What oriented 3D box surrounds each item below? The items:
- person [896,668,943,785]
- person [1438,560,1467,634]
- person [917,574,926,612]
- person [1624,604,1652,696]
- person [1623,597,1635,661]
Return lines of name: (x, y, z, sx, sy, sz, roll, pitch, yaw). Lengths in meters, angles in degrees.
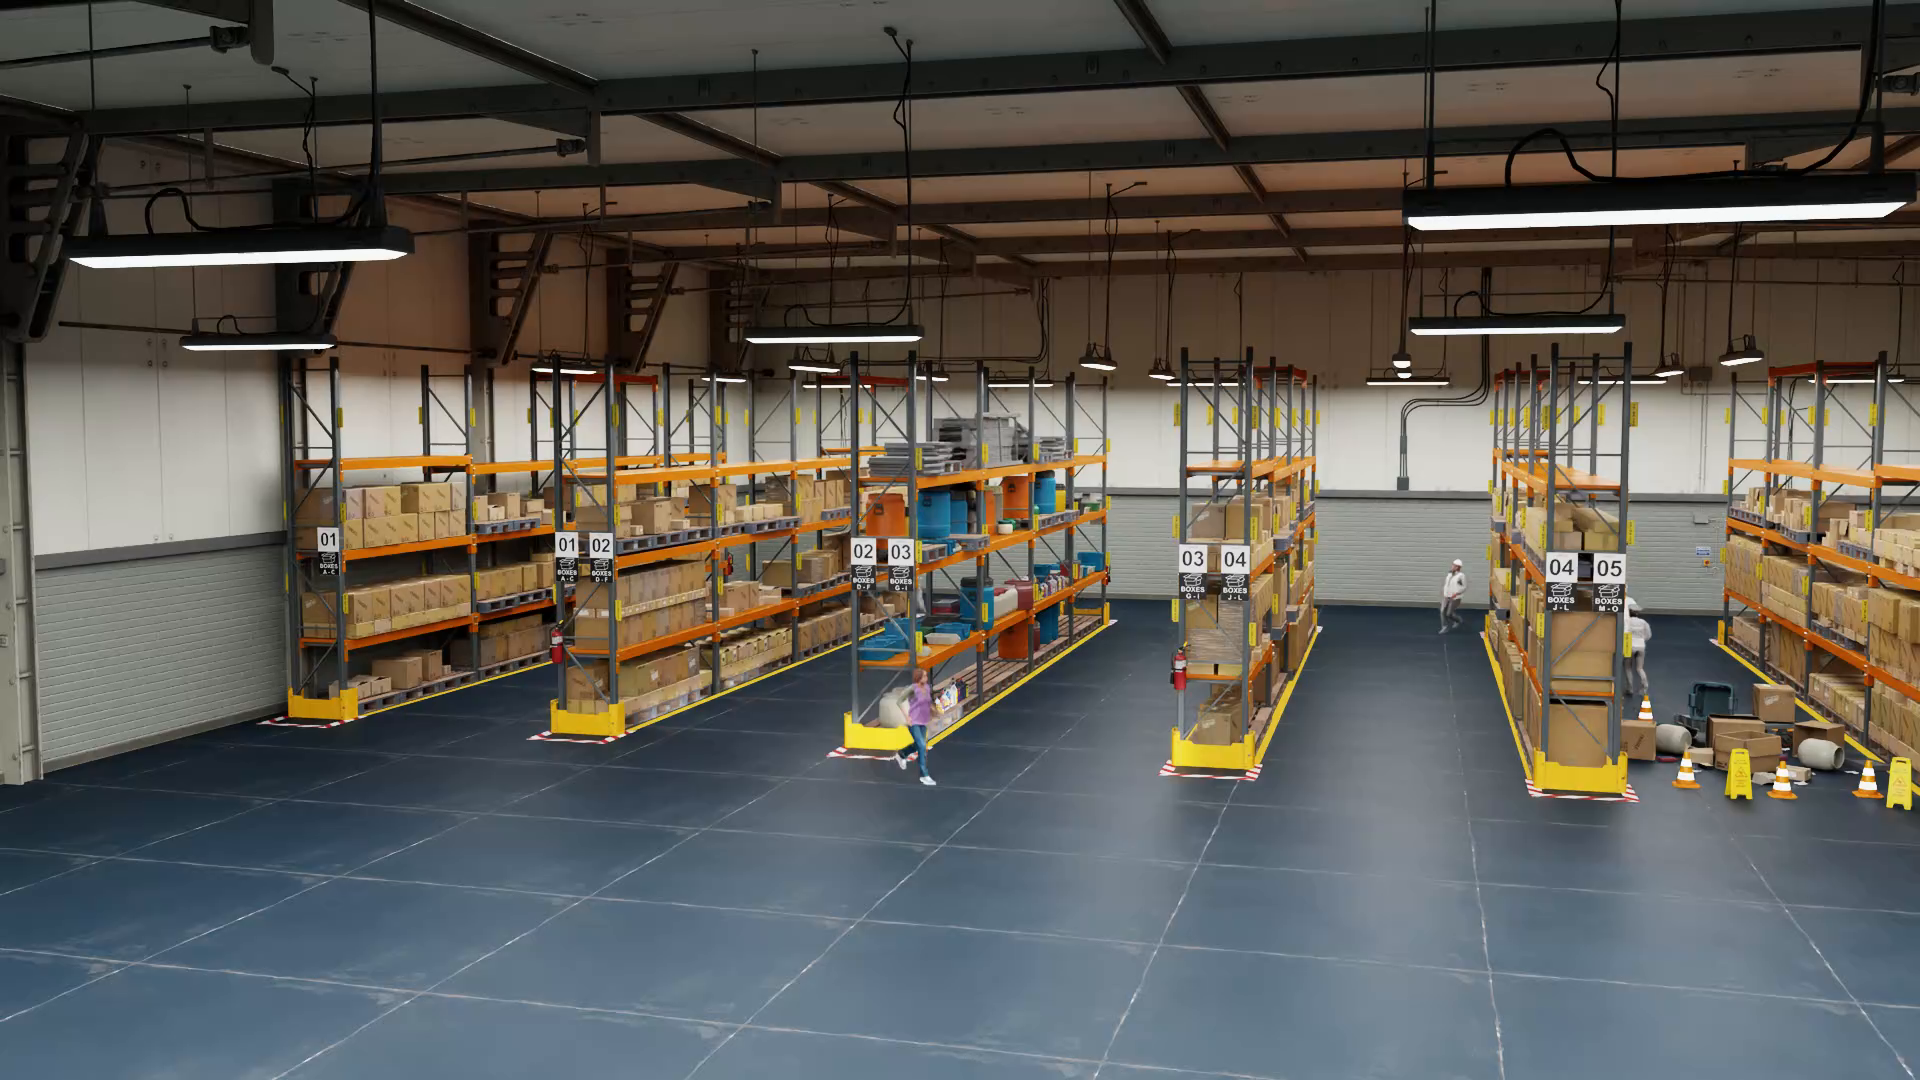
person: (-0.640, 2.535, 22.916, 0.848, 1.590, 0.523, 4, 6, 45)
person: (11.486, 1.315, 38.610, 0.656, 1.740, 0.703, -3, 5, -33)
person: (-1.195, 0.976, 42.739, 0.960, 1.754, 0.708, 2, 5, 22)
person: (12.170, 1.992, 29.898, 0.601, 1.652, 0.823, 0, 4, 4)
person: (13.705, 1.730, 34.371, 0.685, 1.468, 0.990, 0, 4, -5)
